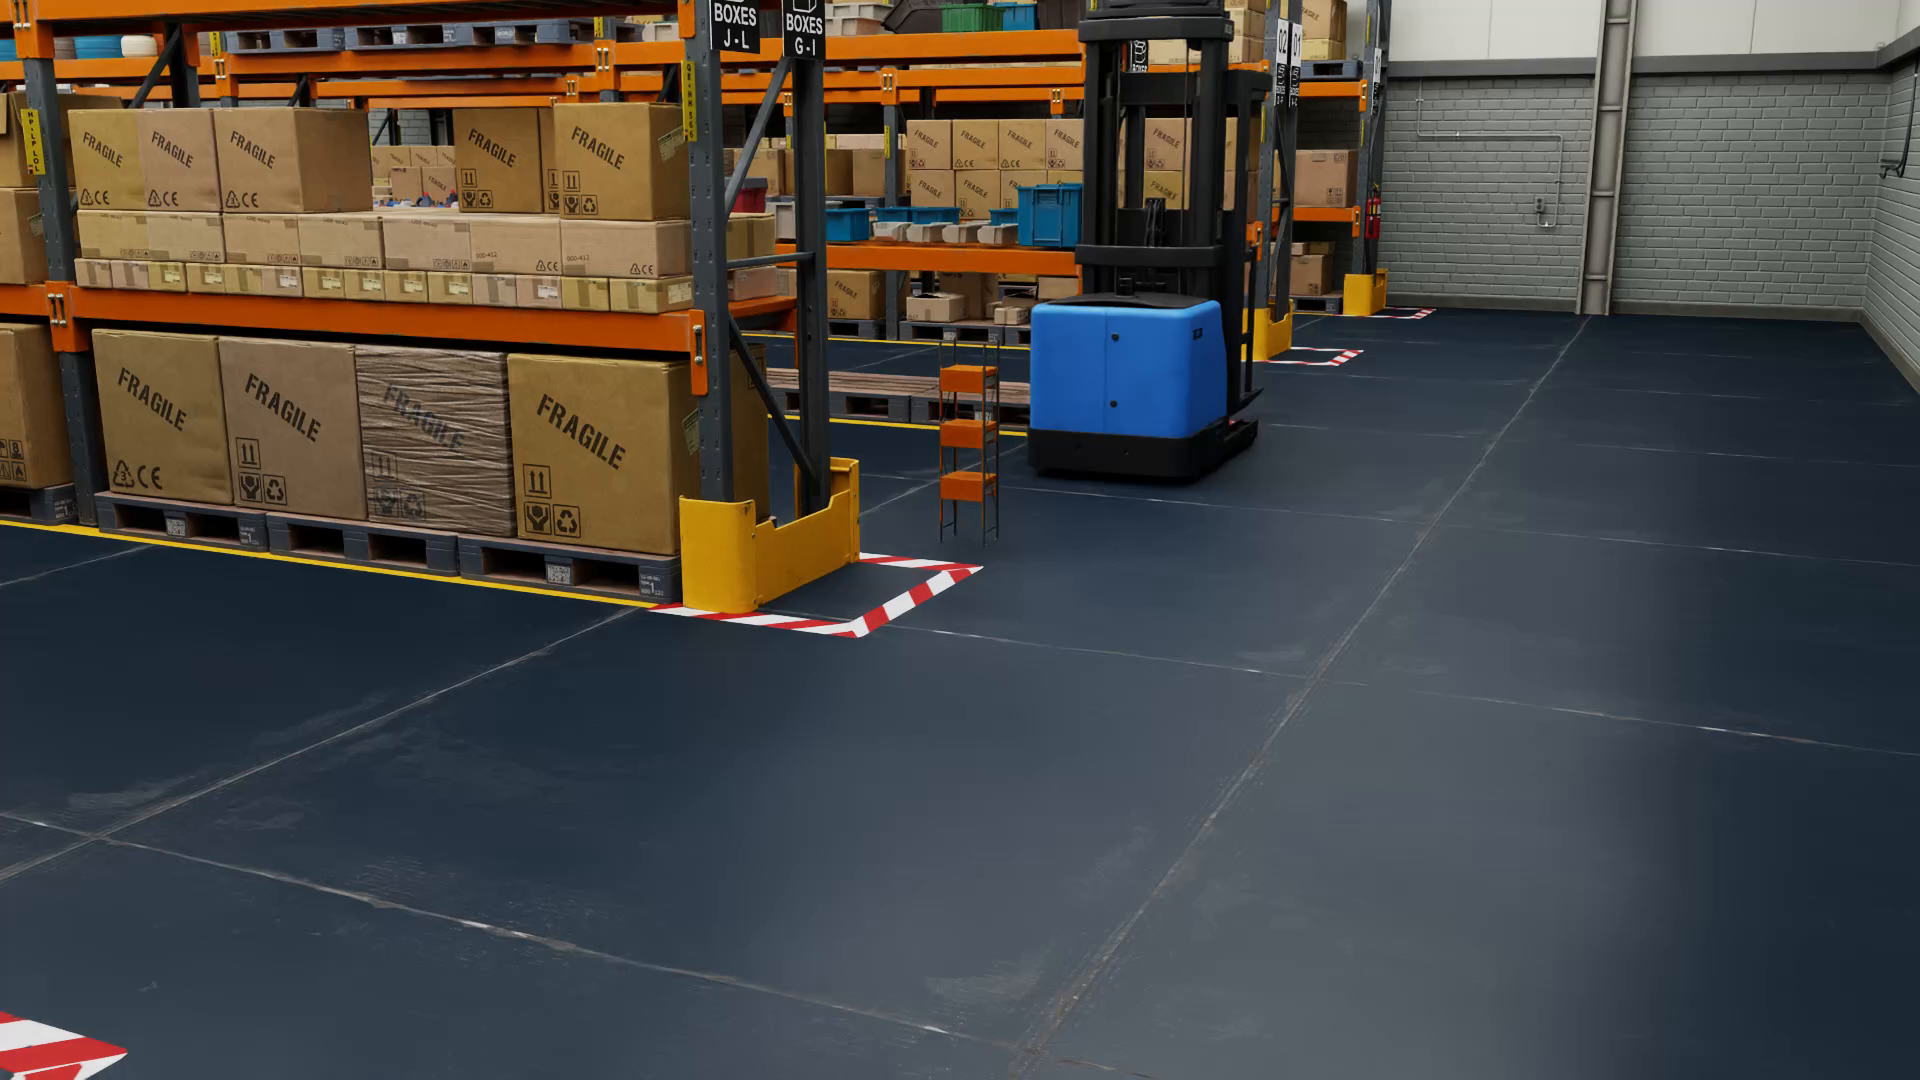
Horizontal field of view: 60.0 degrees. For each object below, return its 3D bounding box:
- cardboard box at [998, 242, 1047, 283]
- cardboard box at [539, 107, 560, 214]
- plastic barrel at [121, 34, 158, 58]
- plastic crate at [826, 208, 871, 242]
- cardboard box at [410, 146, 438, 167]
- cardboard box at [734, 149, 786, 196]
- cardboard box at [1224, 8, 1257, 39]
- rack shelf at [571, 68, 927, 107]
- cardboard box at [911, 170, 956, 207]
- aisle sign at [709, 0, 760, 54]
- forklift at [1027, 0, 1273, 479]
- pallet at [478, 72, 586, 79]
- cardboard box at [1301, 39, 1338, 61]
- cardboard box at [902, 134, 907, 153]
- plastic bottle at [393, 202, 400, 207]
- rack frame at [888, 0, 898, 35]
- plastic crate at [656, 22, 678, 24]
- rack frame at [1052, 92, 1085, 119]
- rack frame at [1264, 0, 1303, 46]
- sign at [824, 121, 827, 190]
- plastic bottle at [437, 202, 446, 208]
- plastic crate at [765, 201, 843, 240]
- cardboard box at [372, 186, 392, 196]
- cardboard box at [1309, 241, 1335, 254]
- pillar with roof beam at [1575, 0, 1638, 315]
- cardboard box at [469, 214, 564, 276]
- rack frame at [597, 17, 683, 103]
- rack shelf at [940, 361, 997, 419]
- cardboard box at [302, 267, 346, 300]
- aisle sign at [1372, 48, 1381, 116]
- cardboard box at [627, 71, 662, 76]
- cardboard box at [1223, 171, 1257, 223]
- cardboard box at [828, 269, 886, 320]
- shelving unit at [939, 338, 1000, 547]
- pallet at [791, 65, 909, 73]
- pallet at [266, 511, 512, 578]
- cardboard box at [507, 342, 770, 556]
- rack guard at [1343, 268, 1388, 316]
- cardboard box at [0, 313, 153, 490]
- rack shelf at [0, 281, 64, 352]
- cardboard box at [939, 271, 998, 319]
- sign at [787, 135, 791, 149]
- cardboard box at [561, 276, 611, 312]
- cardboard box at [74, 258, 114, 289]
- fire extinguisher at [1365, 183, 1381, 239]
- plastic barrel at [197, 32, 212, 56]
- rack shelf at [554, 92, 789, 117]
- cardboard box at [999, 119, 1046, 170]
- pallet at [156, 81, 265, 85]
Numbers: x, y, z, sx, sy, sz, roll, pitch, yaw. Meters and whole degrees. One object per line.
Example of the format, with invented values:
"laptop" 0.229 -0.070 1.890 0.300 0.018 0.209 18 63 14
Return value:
"cardboard box" 0.818 -3.932 22.731 0.750 0.750 0.750 6 14 24
"cardboard box" -1.684 -1.851 8.112 0.500 0.500 0.500 5 14 22
"plastic barrel" -7.463 -4.504 15.118 0.301 0.262 0.301 0 13 0
"plastic crate" -0.873 -2.386 12.590 0.300 0.233 0.416 6 14 23
"cardboard box" -8.275 -5.949 26.185 0.500 0.500 0.500 5 14 21
"cardboard box" -2.179 -4.109 18.564 0.500 0.500 0.700 2 13 9
"cardboard box" 2.546 -4.961 15.997 0.500 0.250 0.500 6 14 23
"rack shelf" -2.367 -5.001 18.510 4.000 0.370 1.077 6 14 23
"cardboard box" -0.183 -3.650 17.527 0.500 0.500 0.500 6 15 25
"aisle sign" -0.953 -2.463 6.995 0.004 0.787 0.394 6 14 23
"forklift" 1.446 -2.092 11.256 1.130 2.935 3.031 5 14 22
"pallet" -4.852 -5.488 19.426 1.003 0.211 1.213 7 15 26
"cardboard box" 4.345 -6.023 20.483 0.500 0.250 0.500 6 15 25
"cardboard box" -0.462 -5.442 22.827 0.500 0.250 0.500 5 14 22
"plastic bottle" -4.790 -2.748 14.182 0.097 0.271 0.097 0 13 0
"rack frame" -0.539 -6.626 17.296 0.127 3.000 1.000 6 14 23
"plastic crate" -2.039 -4.053 13.357 0.662 0.188 0.450 6 14 23
"rack frame" 1.464 -4.741 22.392 0.127 3.000 1.000 6 14 23
"rack frame" 3.119 -6.256 15.719 0.127 3.000 1.000 6 14 23
"sign" -0.667 -1.842 7.972 0.005 0.325 0.100 6 14 23
"plastic bottle" -4.384 -2.722 14.072 0.097 0.271 0.097 0 13 0
"plastic crate" -1.227 -2.463 12.814 0.530 0.282 0.437 6 14 23
"cardboard box" -7.385 -4.337 20.998 0.500 0.250 0.500 7 15 27
"cardboard box" 4.636 -3.748 21.294 0.250 0.149 0.380 6 14 24
"pillar with roof beam" 6.197 -6.323 16.003 0.400 9.000 9.100 6 14 23
"cardboard box" -1.911 -1.375 7.726 0.500 0.250 0.500 6 14 22
"rack frame" -2.548 -2.672 13.574 0.127 3.000 1.000 6 14 23
"rack shelf" 0.049 -0.772 8.551 0.240 0.259 0.215 6 14 23
"cardboard box" -2.993 -1.274 8.168 0.250 0.149 0.380 5 14 22
"aisle sign" 5.066 -5.567 20.223 0.004 0.787 0.394 6 14 23
"cardboard box" -3.317 -5.504 18.862 0.500 0.500 0.910 6 14 23
"cardboard box" 2.599 -3.369 16.327 0.500 0.500 0.500 6 15 25
"cardboard box" -1.106 -2.689 18.156 0.500 0.500 0.500 6 14 23
"shelving unit" 0.049 -0.506 8.614 0.252 1.050 0.215 6 14 23
"pallet" -1.106 -5.150 17.980 1.003 0.211 1.213 6 14 23
"pallet" -2.771 -0.080 8.634 1.213 0.211 1.003 6 14 23
"cardboard box" -1.515 -0.479 7.964 0.875 0.875 0.875 6 14 23
"rack guard" 5.144 -3.151 21.091 0.348 0.500 1.175 6 14 23
"cardboard box" -5.148 -0.862 9.594 0.875 0.875 1.225 6 14 23
"rack shelf" -6.383 -1.472 10.036 4.000 0.370 1.077 6 14 23
"cardboard box" 0.097 -2.710 18.245 0.500 0.500 0.500 6 14 23
"sign" -2.404 -5.522 23.360 0.005 0.325 0.100 6 14 23
"cardboard box" -1.595 -1.132 7.565 0.250 0.149 0.380 6 14 24
"cardboard box" -4.419 -1.418 8.781 0.250 0.149 0.380 6 14 23
"fire extinguisher" 5.073 -4.041 20.396 0.183 0.674 0.296 6 14 23
"plastic barrel" -6.868 -4.867 15.268 0.600 0.901 0.600 0 13 0
"rack shelf" -4.021 -6.406 24.498 4.000 0.370 1.077 6 14 23
"cardboard box" 0.720 -4.044 17.013 0.500 0.500 0.500 5 14 22
"pallet" -9.755 -6.050 21.599 1.213 0.211 1.003 6 14 23
